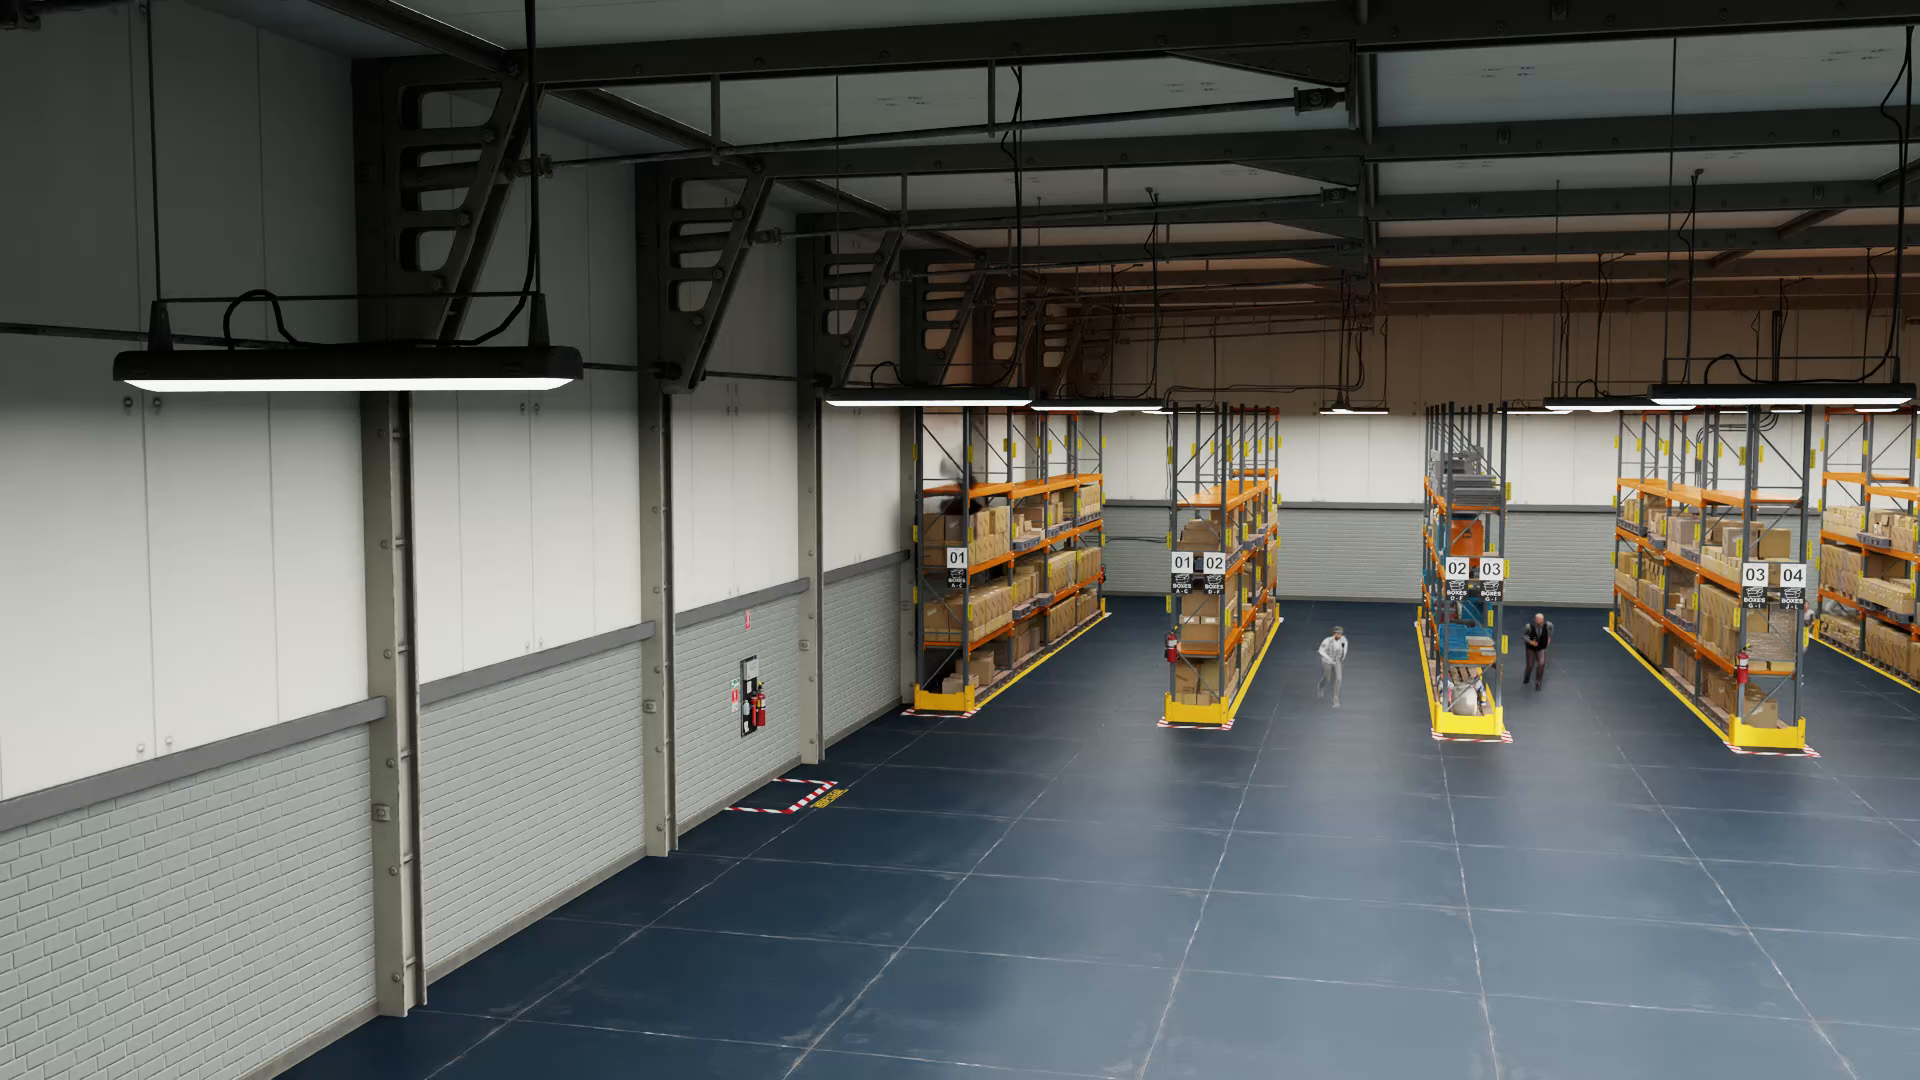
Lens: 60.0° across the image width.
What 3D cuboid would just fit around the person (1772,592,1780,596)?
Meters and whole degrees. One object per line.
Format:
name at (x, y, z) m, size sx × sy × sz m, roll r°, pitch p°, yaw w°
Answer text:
person at (19.821, 1.840, 40.483) m, size 0.716 × 1.755 × 1.022 m, roll 1°, pitch 4°, yaw 9°

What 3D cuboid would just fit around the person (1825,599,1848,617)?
person at (23.380, 1.581, 44.251) m, size 0.763 × 1.853 × 0.632 m, roll -1°, pitch 4°, yaw -8°

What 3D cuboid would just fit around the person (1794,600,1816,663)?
person at (19.221, 2.139, 37.999) m, size 0.554 × 1.598 × 0.704 m, roll 1°, pitch 4°, yaw 11°

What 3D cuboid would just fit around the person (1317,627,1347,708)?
person at (7.409, 2.493, 33.263) m, size 0.655 × 1.624 × 0.978 m, roll -1°, pitch 4°, yaw -15°

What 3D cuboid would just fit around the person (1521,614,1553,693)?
person at (12.107, 2.342, 35.029) m, size 0.700 × 1.684 × 0.991 m, roll 0°, pitch 4°, yaw 3°
